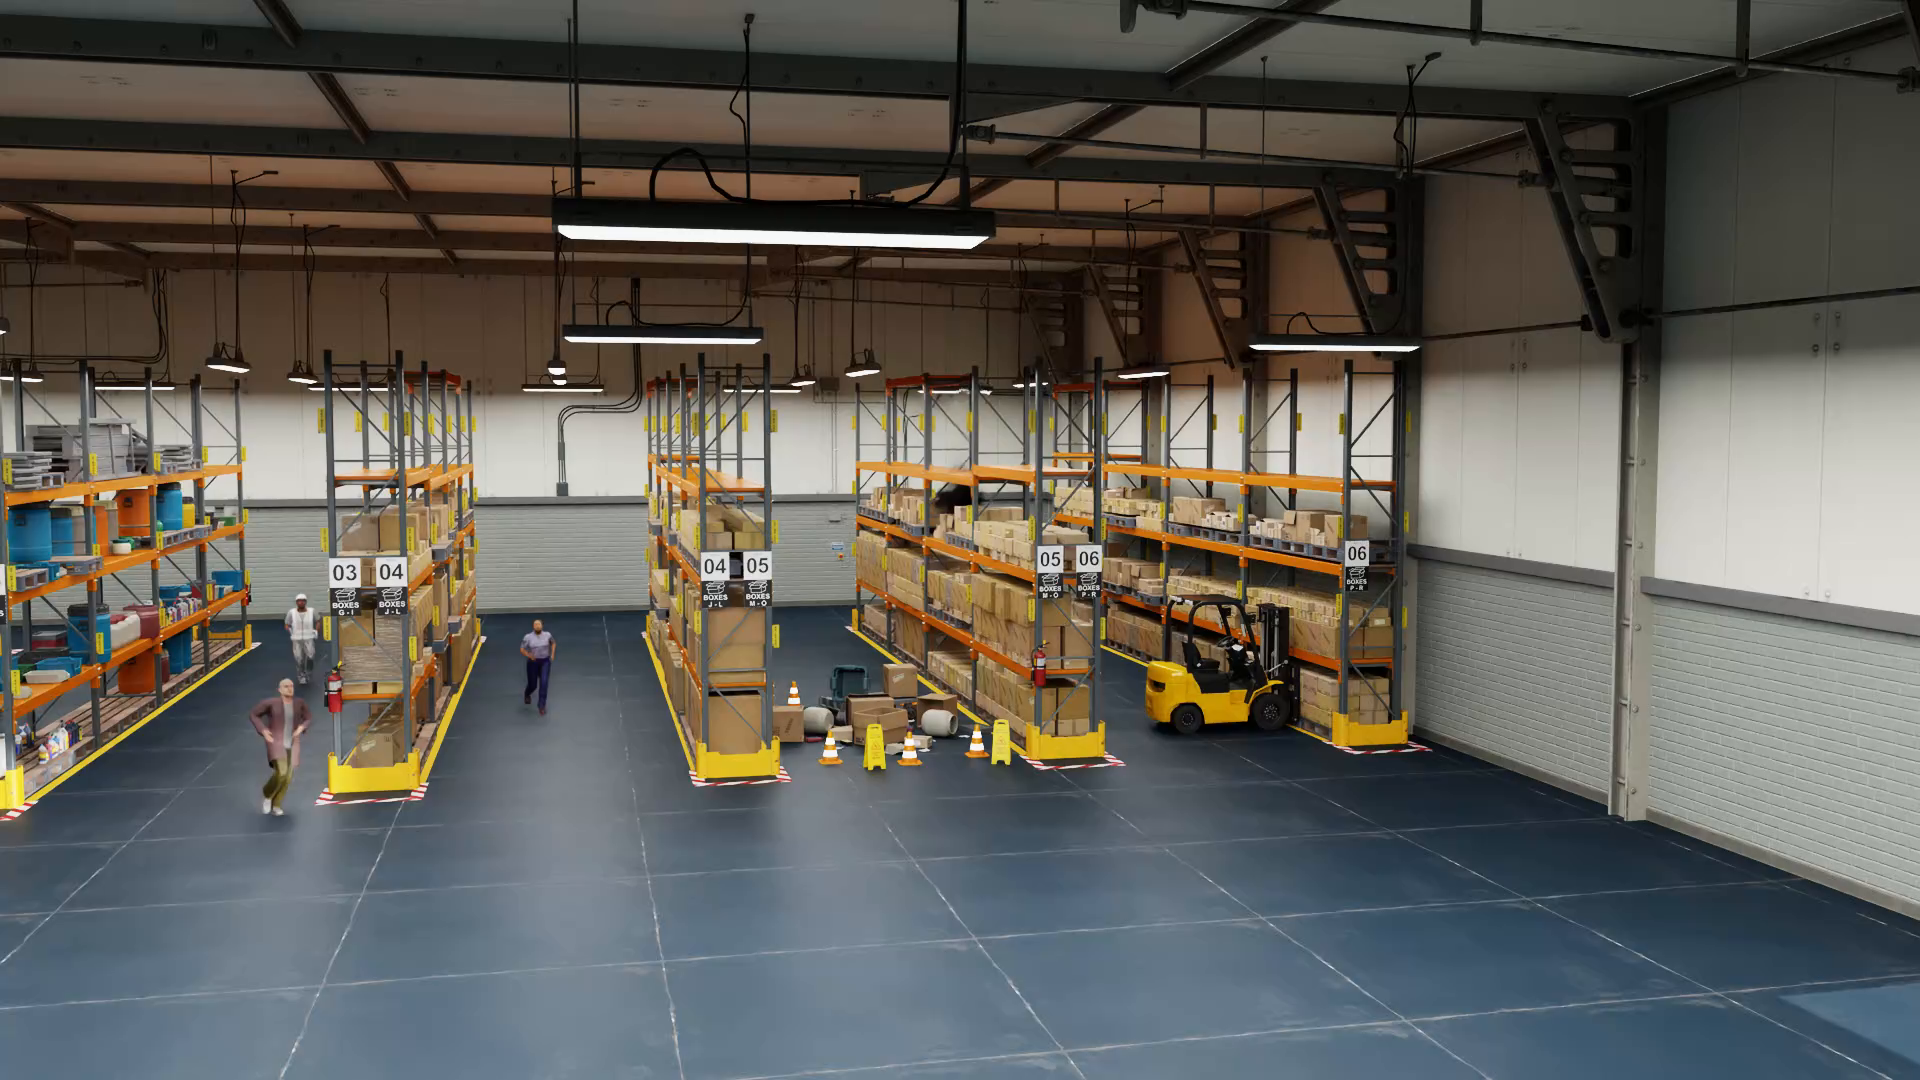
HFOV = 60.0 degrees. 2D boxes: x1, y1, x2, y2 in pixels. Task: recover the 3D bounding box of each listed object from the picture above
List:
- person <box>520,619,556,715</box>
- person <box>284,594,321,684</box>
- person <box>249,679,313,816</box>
[{"bbox_3d":[-7.348,2.187,29.005,0.615,1.647,0.828,-2,4,-21],"label":"person"},{"bbox_3d":[-12.588,1.906,31.871,0.667,1.735,0.592,-2,4,-22],"label":"person"},{"bbox_3d":[-8.666,2.760,21.395,0.569,1.550,0.720,4,6,44],"label":"person"}]
